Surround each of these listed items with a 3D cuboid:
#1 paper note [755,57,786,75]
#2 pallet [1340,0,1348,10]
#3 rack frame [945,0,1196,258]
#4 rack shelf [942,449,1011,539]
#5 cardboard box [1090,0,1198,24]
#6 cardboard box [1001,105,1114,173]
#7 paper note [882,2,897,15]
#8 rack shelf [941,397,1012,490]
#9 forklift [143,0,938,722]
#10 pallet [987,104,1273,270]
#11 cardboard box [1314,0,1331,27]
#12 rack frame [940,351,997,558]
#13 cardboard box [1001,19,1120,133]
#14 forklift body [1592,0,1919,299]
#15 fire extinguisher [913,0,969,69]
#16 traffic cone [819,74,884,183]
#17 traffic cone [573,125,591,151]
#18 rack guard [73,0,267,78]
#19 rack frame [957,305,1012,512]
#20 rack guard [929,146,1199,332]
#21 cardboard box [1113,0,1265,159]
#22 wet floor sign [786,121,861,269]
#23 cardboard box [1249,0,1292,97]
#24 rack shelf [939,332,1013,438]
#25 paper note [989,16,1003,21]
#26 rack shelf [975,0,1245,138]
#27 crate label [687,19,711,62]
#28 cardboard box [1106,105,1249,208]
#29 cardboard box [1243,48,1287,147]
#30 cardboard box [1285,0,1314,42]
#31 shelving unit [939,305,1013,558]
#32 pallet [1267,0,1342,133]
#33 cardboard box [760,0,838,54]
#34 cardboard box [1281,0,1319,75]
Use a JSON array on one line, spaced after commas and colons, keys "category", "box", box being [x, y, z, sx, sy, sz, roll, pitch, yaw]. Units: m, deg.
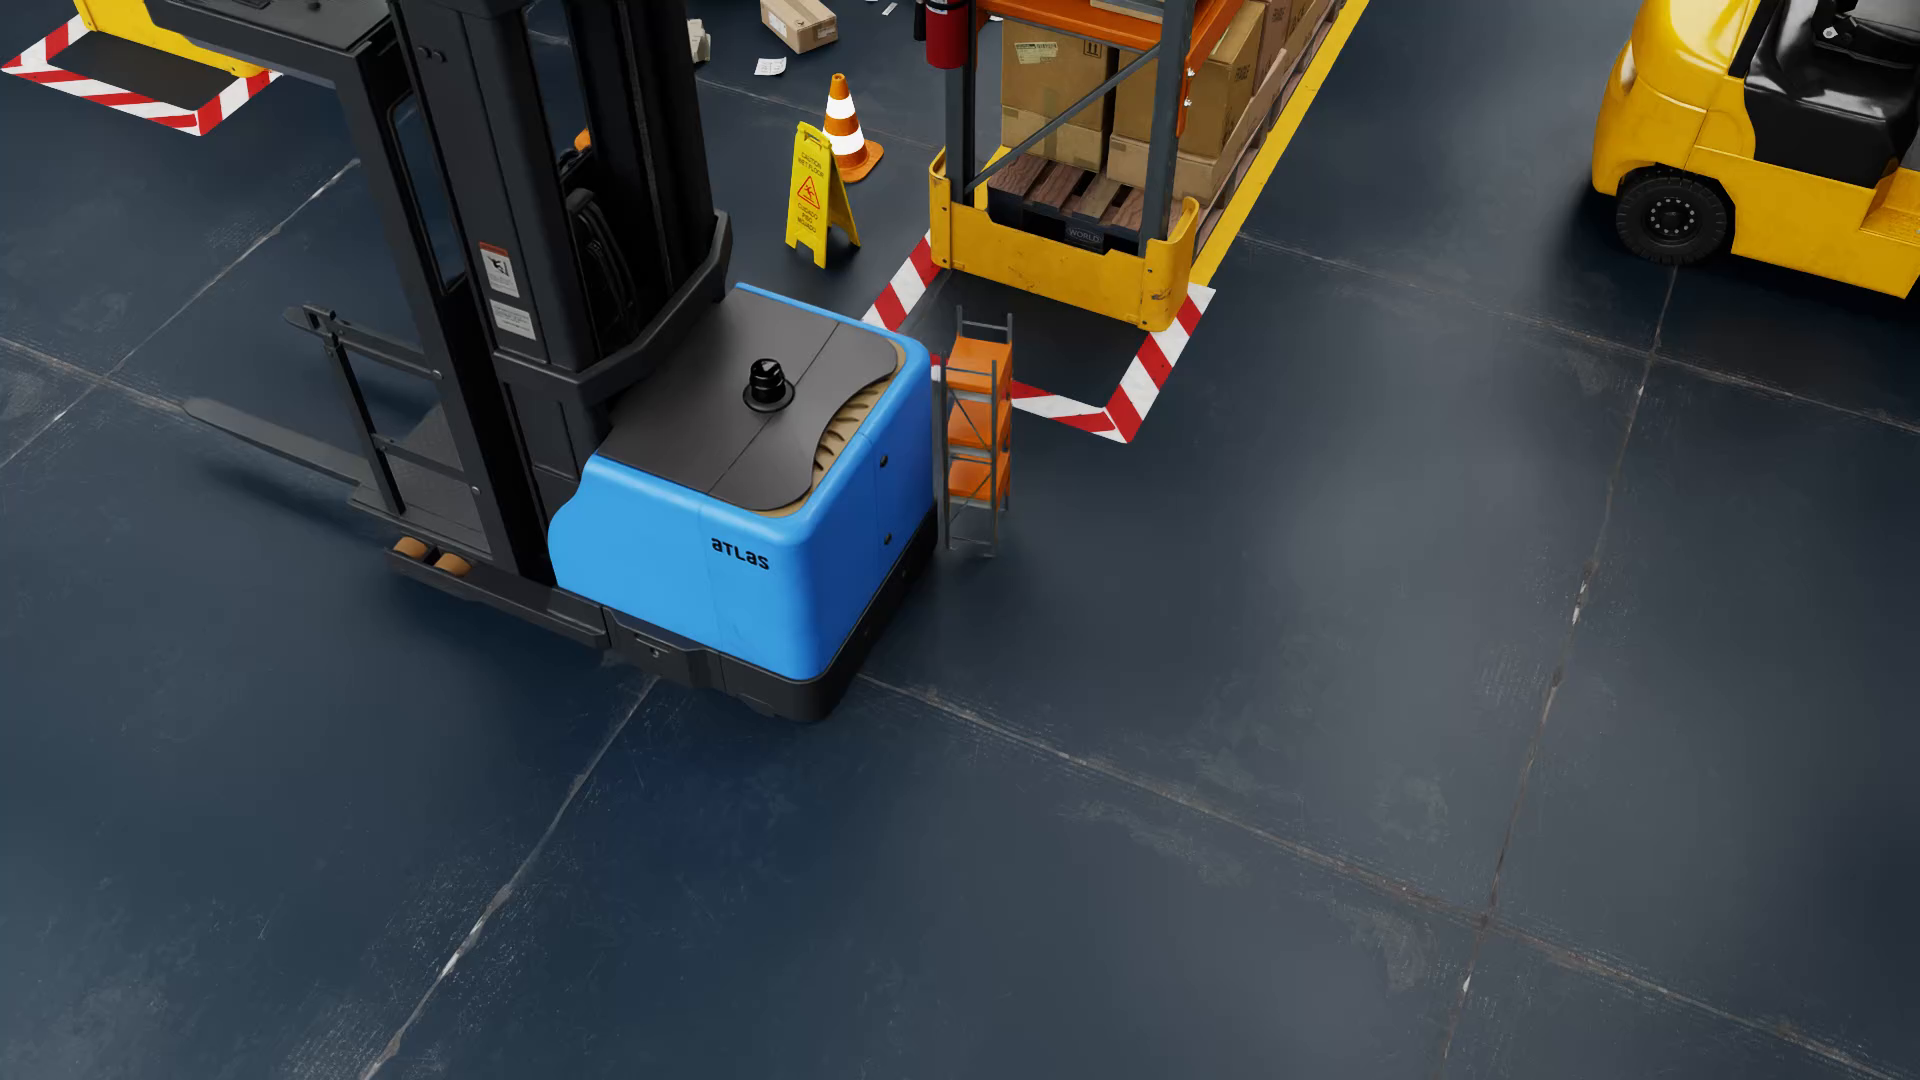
[{"category": "paper note", "box": [-0.983, -2.465, 8.643, 0.148, 0.019, 0.142, 4, 50, 3]}, {"category": "pallet", "box": [1.867, -3.506, 9.410, 1.003, 0.211, 1.213, 20, 52, 16]}, {"category": "rack frame", "box": [0.413, -2.129, 6.407, 1.000, 3.000, 0.127, 20, 52, 16]}, {"category": "rack shelf", "box": [0.066, -0.194, 6.418, 0.215, 0.259, 0.240, 10, 50, 9]}, {"category": "cardboard box", "box": [0.745, -2.214, 6.644, 0.380, 0.149, 0.250, 20, 52, 16]}, {"category": "cardboard box", "box": [0.525, -2.035, 7.857, 0.500, 0.250, 0.500, 20, 52, 16]}, {"category": "paper note", "box": [-0.380, -2.877, 9.007, 0.032, 0.001, 0.123, 20, 52, 16]}, {"category": "rack shelf", "box": [0.063, -0.375, 6.207, 0.215, 0.259, 0.240, 10, 50, 9]}, {"category": "forklift", "box": [-1.643, -1.081, 5.561, 3.031, 2.935, 1.130, 20, 52, 16]}, {"category": "pallet", "box": [0.824, -1.826, 7.980, 1.003, 0.211, 1.213, 20, 52, 16]}, {"category": "cardboard box", "box": [1.672, -2.915, 8.606, 0.500, 0.250, 0.500, 21, 53, 17]}, {"category": "rack frame", "box": [0.034, -0.291, 6.122, 0.200, 1.050, 0.008, 10, 50, 9]}, {"category": "cardboard box", "box": [0.519, -2.253, 7.550, 0.500, 0.500, 0.500, 20, 53, 16]}, {"category": "forklift body", "box": [4.063, -2.141, 6.974, 2.313, 2.155, 1.214, 20, 52, 16]}, {"category": "fire extinguisher", "box": [-0.053, -2.175, 6.497, 0.296, 0.674, 0.183, 20, 52, 16]}, {"category": "traffic cone", "box": [-0.570, -2.023, 7.982, 0.336, 0.463, 0.334, 20, 52, 16]}, {"category": "traffic cone", "box": [-1.719, -2.150, 8.090, 0.336, 0.463, 0.334, 20, 52, 16]}, {"category": "rack guard", "box": [-4.116, -2.843, 8.656, 1.175, 0.500, 0.348, 20, 52, 16]}, {"category": "rack frame", "box": [0.092, -0.472, 6.276, 0.200, 1.050, 0.008, 10, 50, 9]}, {"category": "rack guard", "box": [0.445, -1.371, 7.404, 1.175, 0.500, 0.348, 20, 52, 16]}, {"category": "cardboard box", "box": [1.017, -2.099, 7.419, 0.500, 0.500, 0.500, 18, 52, 15]}, {"category": "wet floor sign", "box": [-0.636, -1.583, 7.489, 0.232, 0.644, 0.267, -37, 59, -27]}, {"category": "cardboard box", "box": [1.236, -2.460, 7.726, 0.500, 0.500, 0.500, 18, 52, 15]}, {"category": "rack shelf", "box": [0.061, -0.559, 5.991, 0.215, 0.259, 0.240, 10, 50, 9]}, {"category": "paper note", "box": [0.203, -2.852, 8.971, 0.142, 0.019, 0.148, 4, 50, 3]}, {"category": "rack shelf", "box": [1.267, -3.273, 7.853, 1.077, 0.370, 4.000, 20, 52, 16]}, {"category": "crate label", "box": [-1.439, -2.606, 8.692, 0.250, 0.136, 0.298, -4, 50, -3]}, {"category": "cardboard box", "box": [1.007, -1.839, 7.690, 0.500, 0.250, 0.500, 19, 52, 16]}, {"category": "cardboard box", "box": [1.232, -2.188, 7.987, 0.500, 0.250, 0.500, 22, 53, 17]}, {"category": "cardboard box", "box": [1.458, -2.803, 8.018, 0.500, 0.500, 0.500, 21, 53, 17]}, {"category": "shelving unit", "box": [0.063, -0.382, 6.199, 0.215, 1.050, 0.252, 10, 50, 9]}, {"category": "pallet", "box": [1.347, -2.663, 8.692, 1.003, 0.211, 1.213, 20, 52, 16]}, {"category": "cardboard box", "box": [-0.854, -2.764, 8.820, 0.250, 0.149, 0.380, -28, 55, -22]}, {"category": "cardboard box", "box": [1.454, -2.568, 8.311, 0.500, 0.250, 0.500, 23, 53, 18]}]
